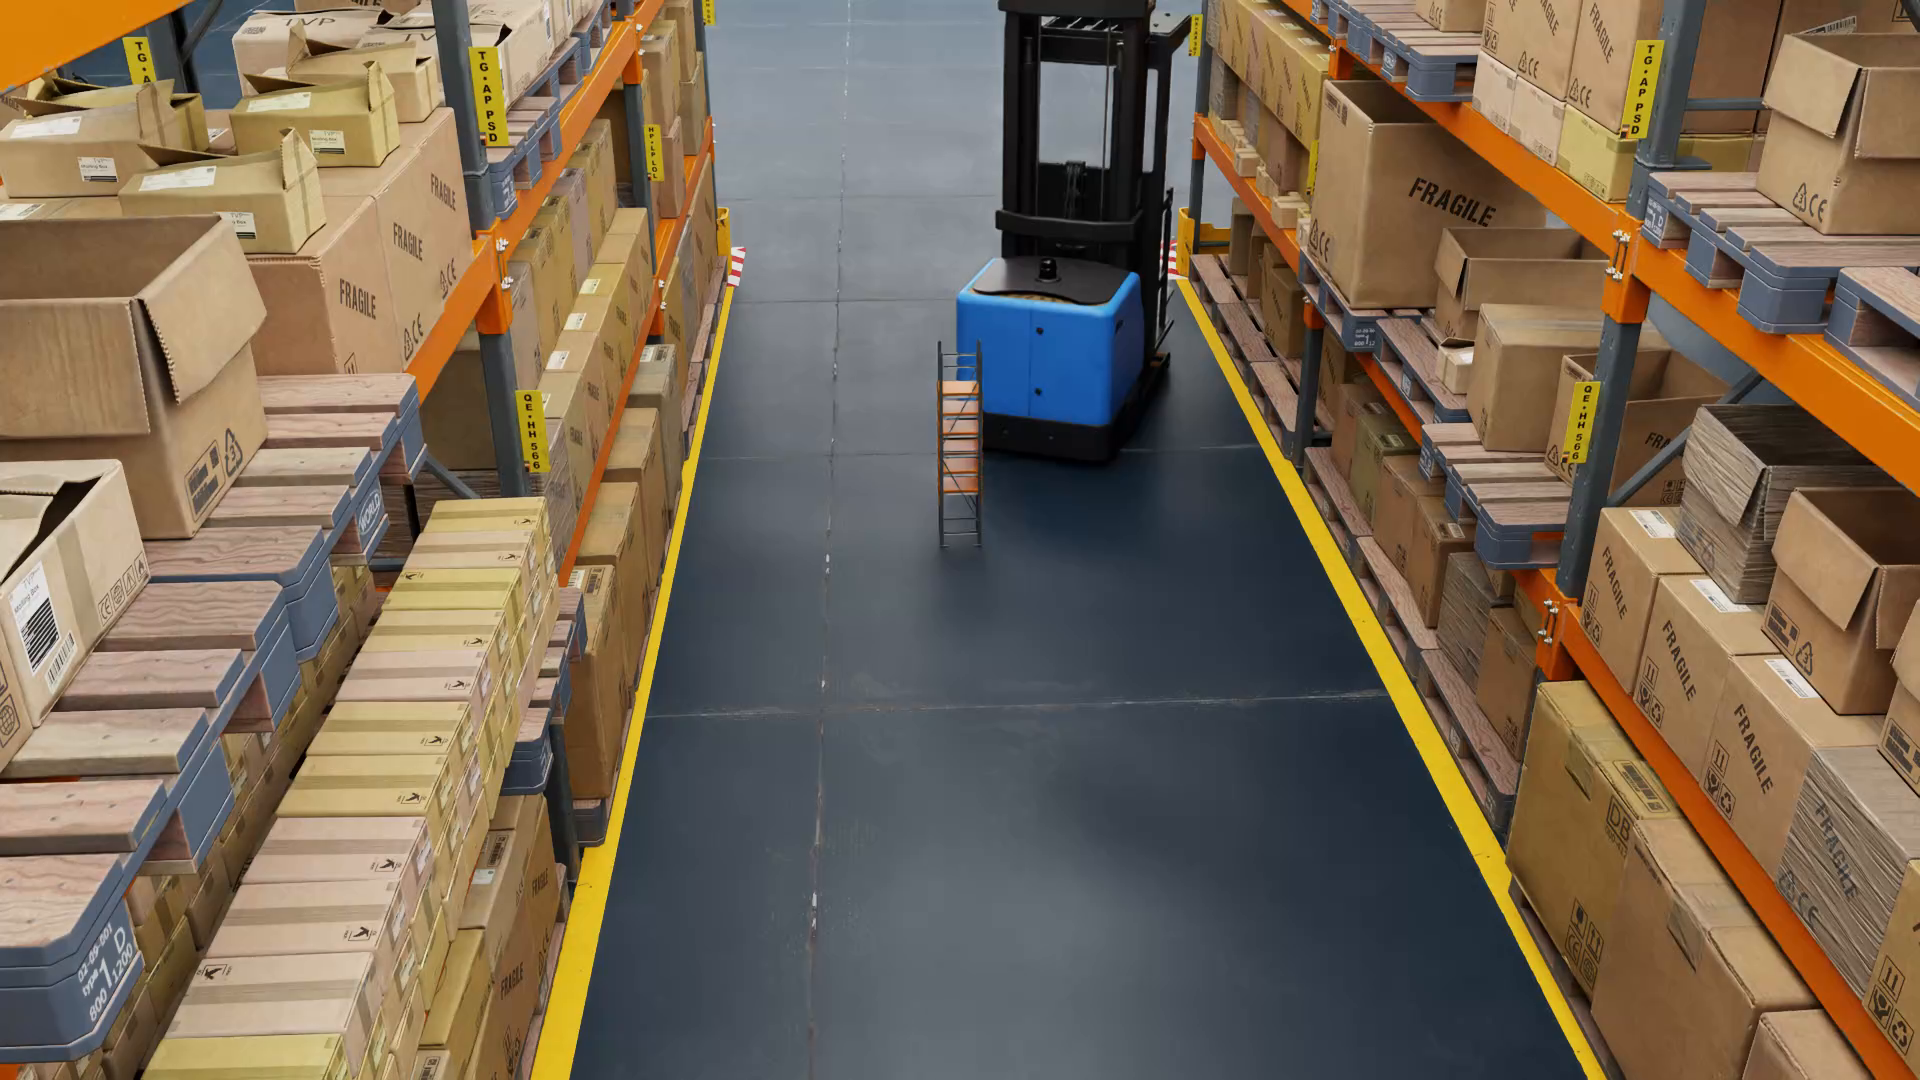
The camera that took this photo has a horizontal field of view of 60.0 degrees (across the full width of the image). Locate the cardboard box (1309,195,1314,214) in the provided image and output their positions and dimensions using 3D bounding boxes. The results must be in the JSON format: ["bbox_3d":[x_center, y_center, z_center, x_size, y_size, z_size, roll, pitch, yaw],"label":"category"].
[{"bbox_3d":[2.678,-2.206,10.307,0.875,0.500,0.500,-1,28,-3],"label":"cardboard box"}]

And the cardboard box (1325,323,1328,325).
[{"bbox_3d":[2.622,-1.349,11.341,0.500,0.500,0.500,7,28,14],"label":"cardboard box"}]

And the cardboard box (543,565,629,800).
[{"bbox_3d":[-2.052,0.627,7.282,1.050,0.750,0.750,-2,28,-3],"label":"cardboard box"}]

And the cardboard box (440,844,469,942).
[{"bbox_3d":[-1.546,0.960,4.484,0.380,0.149,0.250,-3,28,-5],"label":"cardboard box"}]

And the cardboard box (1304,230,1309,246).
[{"bbox_3d":[2.335,-1.802,10.232,0.380,0.149,0.250,-1,28,-3],"label":"cardboard box"}]

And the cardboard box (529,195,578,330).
[{"bbox_3d":[-2.207,-1.302,7.814,0.700,0.500,0.500,-2,28,-3],"label":"cardboard box"}]

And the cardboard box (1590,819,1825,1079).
[{"bbox_3d":[2.903,1.513,5.448,1.225,0.875,0.875,-1,28,-2],"label":"cardboard box"}]

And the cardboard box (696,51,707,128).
[{"bbox_3d":[-2.463,-3.491,13.038,0.875,0.550,0.550,-1,28,-3],"label":"cardboard box"}]

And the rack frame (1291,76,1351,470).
[{"bbox_3d":[2.640,-1.821,9.997,1.000,3.000,0.127,-1,28,-3],"label":"rack frame"}]

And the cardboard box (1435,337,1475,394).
[{"bbox_3d":[2.492,-0.864,7.854,0.396,0.266,0.258,-2,28,-4],"label":"cardboard box"}]

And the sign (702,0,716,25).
[{"bbox_3d":[-1.985,-4.220,13.089,0.100,0.325,0.005,-1,28,-3],"label":"sign"}]

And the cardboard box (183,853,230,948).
[{"bbox_3d":[-2.204,0.969,4.467,0.380,0.149,0.250,-2,28,-4],"label":"cardboard box"}]

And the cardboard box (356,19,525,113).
[{"bbox_3d":[-1.928,-1.761,6.173,0.500,0.311,0.500,-1,28,-3],"label":"cardboard box"}]

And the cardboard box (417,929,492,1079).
[{"bbox_3d":[-1.764,1.467,5.132,0.500,0.250,0.500,-1,28,-1],"label":"cardboard box"}]

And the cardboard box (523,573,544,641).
[{"bbox_3d":[-1.613,0.233,5.555,0.380,0.149,0.250,0,28,-1],"label":"cardboard box"}]

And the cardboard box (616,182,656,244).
[{"bbox_3d":[-2.350,-1.984,10.149,0.875,0.550,0.550,-1,28,-3],"label":"cardboard box"}]

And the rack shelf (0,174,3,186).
[{"bbox_3d":[-7.361,-2.186,11.476,1.077,0.370,4.000,-1,28,-3],"label":"rack shelf"}]

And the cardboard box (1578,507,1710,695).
[{"bbox_3d":[2.603,0.213,5.990,0.500,0.500,0.500,-1,28,-1],"label":"cardboard box"}]

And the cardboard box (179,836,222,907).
[{"bbox_3d":[-2.198,0.840,4.391,0.380,0.149,0.250,0,28,-1],"label":"cardboard box"}]

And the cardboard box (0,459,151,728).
[{"bbox_3d":[-1.737,0.059,2.792,0.500,0.311,0.500,-2,28,-3],"label":"cardboard box"}]

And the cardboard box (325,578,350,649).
[{"bbox_3d":[-2.269,0.246,5.530,0.380,0.149,0.250,0,28,0],"label":"cardboard box"}]

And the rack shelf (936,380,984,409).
[{"bbox_3d":[-0.001,-0.818,9.339,0.258,0.103,0.180,-1,28,-3],"label":"rack shelf"}]

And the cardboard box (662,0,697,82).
[{"bbox_3d":[-2.426,-3.716,12.301,0.875,0.550,0.550,-1,28,-3],"label":"cardboard box"}]

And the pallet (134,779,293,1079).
[{"bbox_3d":[-1.965,1.098,4.609,1.003,0.211,1.213,-1,28,-3],"label":"pallet"}]

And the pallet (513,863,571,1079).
[{"bbox_3d":[-2.070,1.697,6.268,1.003,0.211,1.213,-1,28,-3],"label":"pallet"}]

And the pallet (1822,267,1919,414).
[{"bbox_3d":[2.997,-0.407,4.248,1.003,0.211,1.213,0,28,0],"label":"pallet"}]

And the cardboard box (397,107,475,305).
[{"bbox_3d":[-1.826,-1.017,5.105,0.500,0.500,0.500,-1,28,-3],"label":"cardboard box"}]

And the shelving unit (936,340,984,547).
[{"bbox_3d":[-0.001,-0.539,9.485,0.258,1.200,0.189,-1,28,-3],"label":"shelving unit"}]

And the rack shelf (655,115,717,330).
[{"bbox_3d":[-2.423,-2.352,11.794,1.077,0.370,4.000,-1,28,-3],"label":"rack shelf"}]

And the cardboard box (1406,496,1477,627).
[{"bbox_3d":[2.716,0.113,8.516,0.700,0.500,0.500,1,28,2],"label":"cardboard box"}]

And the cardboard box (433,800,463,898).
[{"bbox_3d":[-1.546,0.825,4.421,0.380,0.149,0.250,-2,28,-4],"label":"cardboard box"}]

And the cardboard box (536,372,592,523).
[{"bbox_3d":[-1.893,-0.393,7.152,0.500,0.500,0.500,-2,28,-3],"label":"cardboard box"}]

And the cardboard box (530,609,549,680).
[{"bbox_3d":[-1.614,0.356,5.641,0.380,0.149,0.250,-1,28,-3],"label":"cardboard box"}]

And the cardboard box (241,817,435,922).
[{"bbox_3d":[-1.531,0.818,4.112,0.380,0.149,0.250,0,28,-1],"label":"cardboard box"}]

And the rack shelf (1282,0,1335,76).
[{"bbox_3d":[2.536,-3.755,11.241,1.077,0.370,4.000,-1,28,-3],"label":"rack shelf"}]

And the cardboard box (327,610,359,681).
[{"bbox_3d":[-2.274,0.360,5.633,0.380,0.149,0.250,0,28,0],"label":"cardboard box"}]

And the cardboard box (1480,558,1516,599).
[{"bbox_3d":[2.746,0.054,7.820,0.500,0.250,0.500,2,28,3],"label":"cardboard box"}]

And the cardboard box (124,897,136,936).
[{"bbox_3d":[-2.166,0.949,3.860,0.380,0.149,0.250,-2,28,-4],"label":"cardboard box"}]

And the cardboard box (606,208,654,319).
[{"bbox_3d":[-2.024,-1.557,9.384,0.500,0.500,0.500,-2,28,-3],"label":"cardboard box"}]

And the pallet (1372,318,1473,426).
[{"bbox_3d":[2.705,-0.802,8.251,1.003,0.211,1.213,-1,28,-3],"label":"pallet"}]

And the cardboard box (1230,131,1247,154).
[{"bbox_3d":[2.240,-2.957,12.447,0.380,0.149,0.250,-1,28,-3],"label":"cardboard box"}]

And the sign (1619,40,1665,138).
[{"bbox_3d":[2.307,-1.521,5.619,0.100,0.325,0.005,-1,28,-3],"label":"sign"}]

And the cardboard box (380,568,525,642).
[{"bbox_3d":[-1.602,0.213,5.272,0.380,0.149,0.250,-1,28,-1],"label":"cardboard box"}]

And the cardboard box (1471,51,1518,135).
[{"bbox_3d":[2.516,-1.911,7.090,0.500,0.250,0.500,-1,28,-1],"label":"cardboard box"}]

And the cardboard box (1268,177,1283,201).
[{"bbox_3d":[2.319,-2.380,11.341,0.380,0.149,0.250,-1,28,-3],"label":"cardboard box"}]

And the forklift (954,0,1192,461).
[{"bbox_3d":[0.894,-2.464,11.305,1.130,2.935,3.031,8,29,16],"label":"forklift"}]

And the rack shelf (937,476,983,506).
[{"bbox_3d":[-0.001,-0.286,9.617,0.258,0.103,0.180,-1,28,-3],"label":"rack shelf"}]

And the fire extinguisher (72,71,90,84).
[{"bbox_3d":[-7.011,-3.458,13.221,0.296,0.674,0.183,-1,28,-3],"label":"fire extinguisher"}]

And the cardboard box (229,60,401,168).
[{"bbox_3d":[-1.787,-1.197,4.622,0.396,0.266,0.258,-1,28,-3],"label":"cardboard box"}]

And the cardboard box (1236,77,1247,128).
[{"bbox_3d":[2.578,-3.362,12.522,0.875,0.500,0.500,-1,28,-3],"label":"cardboard box"}]

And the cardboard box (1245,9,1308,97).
[{"bbox_3d":[2.267,-3.334,11.388,0.500,0.500,0.500,-1,28,-3],"label":"cardboard box"}]

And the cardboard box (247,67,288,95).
[{"bbox_3d":[-2.361,-1.629,6.076,0.380,0.166,0.250,-1,28,-3],"label":"cardboard box"}]

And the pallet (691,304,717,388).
[{"bbox_3d":[-2.347,-1.429,12.262,1.003,0.211,1.213,-1,28,-3],"label":"pallet"}]

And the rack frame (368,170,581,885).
[{"bbox_3d":[-2.110,0.100,6.315,1.000,3.000,0.127,-1,28,-3],"label":"rack frame"}]
